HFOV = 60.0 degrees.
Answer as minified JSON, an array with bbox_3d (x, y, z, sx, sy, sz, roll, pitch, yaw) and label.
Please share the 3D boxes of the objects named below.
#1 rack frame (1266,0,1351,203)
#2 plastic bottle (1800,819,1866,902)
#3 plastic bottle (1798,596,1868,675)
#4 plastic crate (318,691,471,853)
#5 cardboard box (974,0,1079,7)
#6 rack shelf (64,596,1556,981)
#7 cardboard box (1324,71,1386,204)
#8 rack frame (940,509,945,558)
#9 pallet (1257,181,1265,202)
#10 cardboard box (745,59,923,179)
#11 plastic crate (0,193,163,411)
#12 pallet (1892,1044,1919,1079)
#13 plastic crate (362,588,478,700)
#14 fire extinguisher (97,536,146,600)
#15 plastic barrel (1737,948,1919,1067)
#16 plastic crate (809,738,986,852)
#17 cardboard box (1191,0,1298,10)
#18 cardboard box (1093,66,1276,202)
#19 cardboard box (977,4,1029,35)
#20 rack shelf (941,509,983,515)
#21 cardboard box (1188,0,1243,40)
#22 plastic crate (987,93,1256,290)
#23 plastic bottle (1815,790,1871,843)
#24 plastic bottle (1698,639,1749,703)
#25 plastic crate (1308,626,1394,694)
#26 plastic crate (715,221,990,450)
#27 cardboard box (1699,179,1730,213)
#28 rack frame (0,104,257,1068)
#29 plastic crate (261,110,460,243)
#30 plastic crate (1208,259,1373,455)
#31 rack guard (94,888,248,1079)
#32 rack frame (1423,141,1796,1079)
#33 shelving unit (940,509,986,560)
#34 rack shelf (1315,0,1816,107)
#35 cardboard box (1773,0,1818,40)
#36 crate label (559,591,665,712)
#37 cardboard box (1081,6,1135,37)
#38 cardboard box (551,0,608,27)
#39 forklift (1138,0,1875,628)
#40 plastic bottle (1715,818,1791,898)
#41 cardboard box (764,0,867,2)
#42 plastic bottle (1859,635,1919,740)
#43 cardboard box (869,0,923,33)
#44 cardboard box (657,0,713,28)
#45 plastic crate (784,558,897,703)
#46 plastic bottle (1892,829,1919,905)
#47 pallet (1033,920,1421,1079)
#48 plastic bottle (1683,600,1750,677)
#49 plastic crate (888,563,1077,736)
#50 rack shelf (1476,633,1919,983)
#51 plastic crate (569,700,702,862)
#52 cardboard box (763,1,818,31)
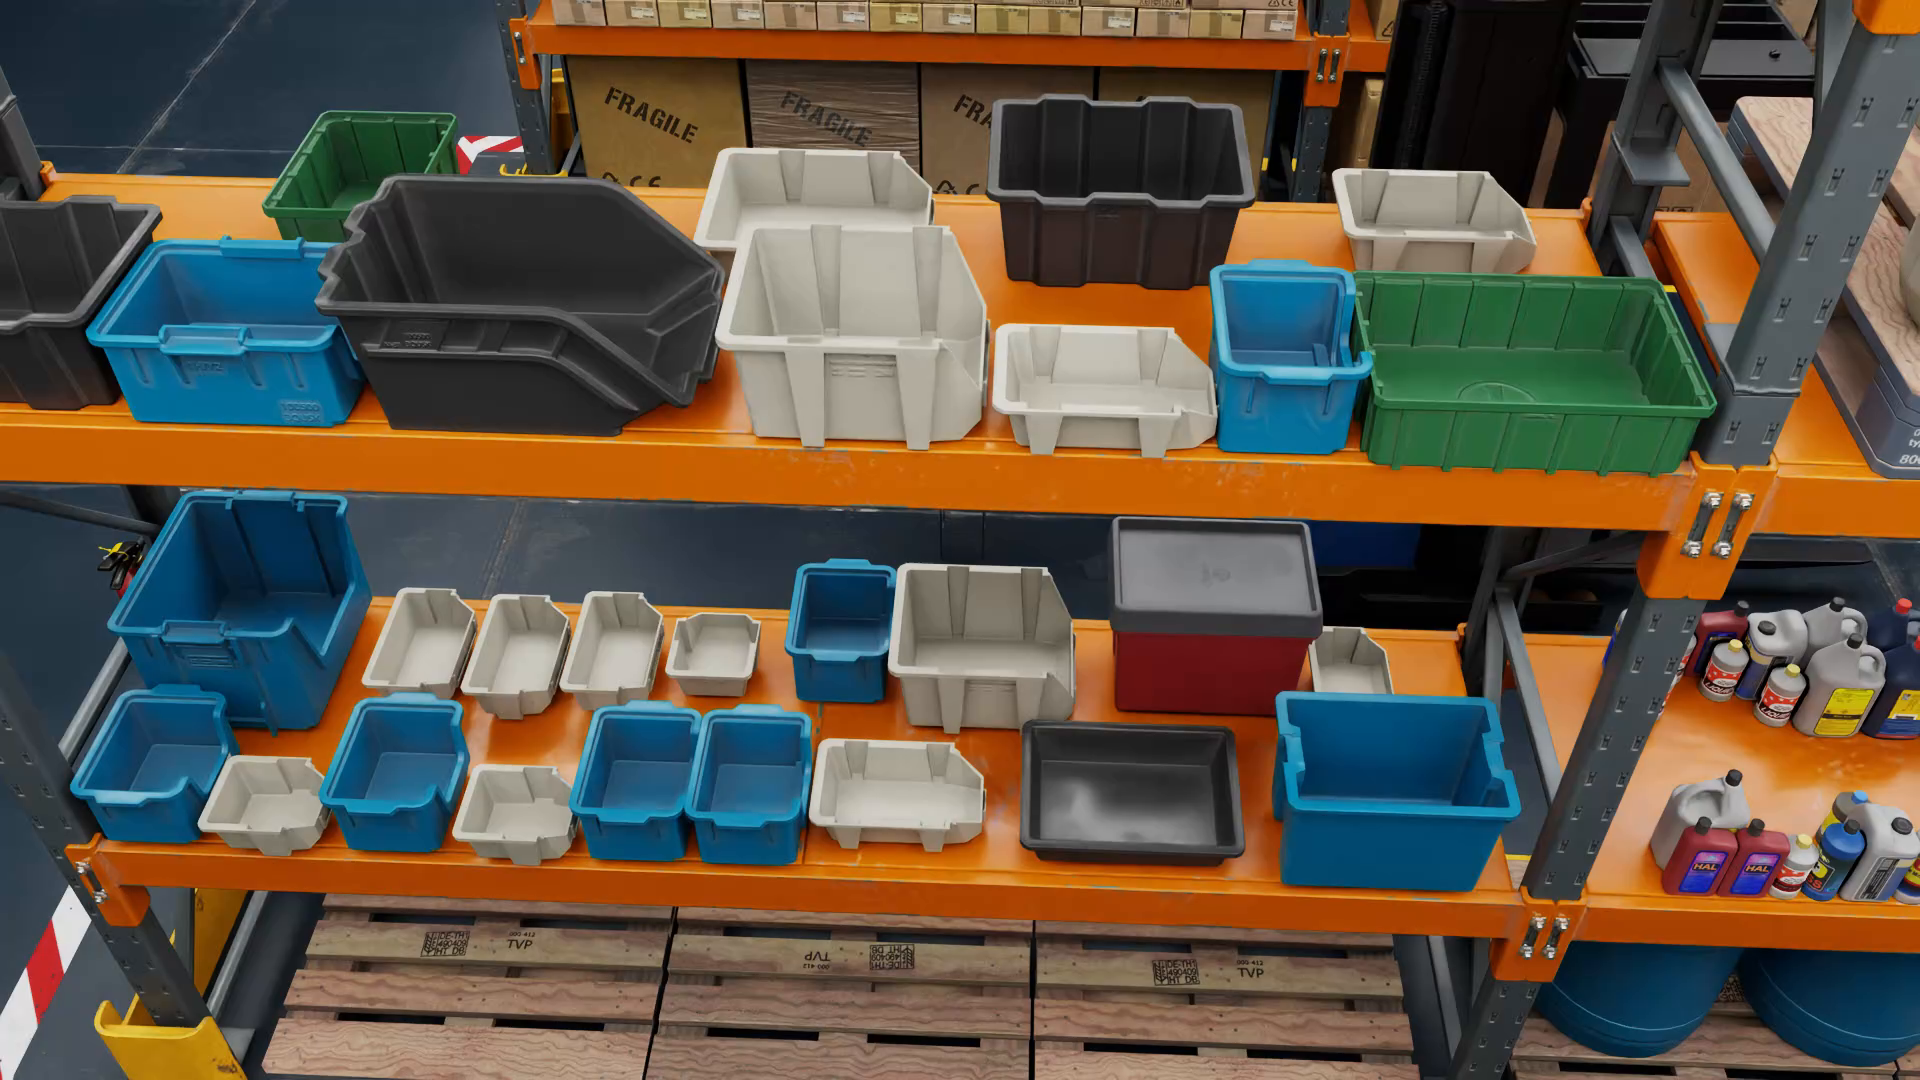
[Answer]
[{"bbox_3d":[1.814,-2.894,8.242,0.127,3.000,1.000,2,43,2],"label":"rack frame"},{"bbox_3d":[2.284,0.825,4.343,0.097,0.271,0.097,0,43,0],"label":"plastic bottle"},{"bbox_3d":[2.524,0.302,4.847,0.185,0.351,0.144,2,43,2],"label":"plastic bottle"},{"bbox_3d":[-1.516,0.647,4.519,0.300,0.233,0.416,2,43,2],"label":"plastic crate"},{"bbox_3d":[0.334,-2.813,8.046,0.500,0.250,0.500,3,43,3],"label":"cardboard box"},{"bbox_3d":[-0.407,0.680,4.933,4.000,0.370,1.077,2,43,2],"label":"rack shelf"},{"bbox_3d":[2.454,-2.265,8.816,0.875,0.875,1.225,2,43,2],"label":"cardboard box"},{"bbox_3d":[-0.077,-0.441,6.929,0.006,1.200,0.240,2,43,2],"label":"rack frame"},{"bbox_3d":[1.058,-1.951,9.275,1.213,0.211,1.003,2,43,2],"label":"pallet"},{"bbox_3d":[-0.630,-2.400,8.962,0.875,0.875,0.875,2,43,2],"label":"cardboard box"},{"bbox_3d":[-2.033,-0.493,3.559,0.590,0.269,0.497,2,43,2],"label":"plastic crate"},{"bbox_3d":[3.581,1.586,5.478,1.213,0.211,1.003,2,43,2],"label":"pallet"},{"bbox_3d":[-1.583,0.332,4.928,0.243,0.136,0.396,2,43,2],"label":"plastic crate"},{"bbox_3d":[-2.536,0.206,5.244,0.183,0.674,0.296,2,43,2],"label":"fire extinguisher"},{"bbox_3d":[2.841,1.142,5.140,0.708,0.901,0.600,2,43,2],"label":"plastic barrel"},{"bbox_3d":[-0.163,0.704,4.528,0.466,0.136,0.293,2,43,2],"label":"plastic crate"},{"bbox_3d":[1.361,-2.783,8.014,0.500,0.250,0.500,1,43,1],"label":"cardboard box"},{"bbox_3d":[1.158,-2.345,8.903,0.875,0.875,0.875,2,43,2],"label":"cardboard box"},{"bbox_3d":[0.210,-2.628,8.140,0.250,0.149,0.380,1,43,1],"label":"cardboard box"},{"bbox_3d":[0.014,-0.230,7.120,0.180,0.103,0.258,2,43,2],"label":"rack shelf"},{"bbox_3d":[1.237,-2.596,8.106,0.250,0.149,0.380,3,43,3],"label":"cardboard box"},{"bbox_3d":[0.362,-0.796,3.885,0.590,0.269,0.497,2,43,2],"label":"plastic crate"},{"bbox_3d":[2.388,0.750,4.475,0.097,0.201,0.097,0,43,0],"label":"plastic bottle"},{"bbox_3d":[2.246,0.373,4.880,0.097,0.201,0.097,0,43,0],"label":"plastic bottle"},{"bbox_3d":[1.132,0.441,4.811,0.243,0.136,0.396,2,43,2],"label":"plastic crate"},{"bbox_3d":[-0.205,-0.421,3.472,0.530,0.282,0.437,2,43,2],"label":"plastic crate"},{"bbox_3d":[4.231,-2.216,8.764,0.875,0.875,1.225,2,43,2],"label":"cardboard box"},{"bbox_3d":[-2.405,0.355,4.753,0.127,3.000,1.000,2,43,2],"label":"rack frame"},{"bbox_3d":[-1.407,-0.829,3.979,0.336,0.188,0.450,2,43,2],"label":"plastic crate"},{"bbox_3d":[0.667,-0.369,3.453,0.300,0.233,0.416,2,43,2],"label":"plastic crate"},{"bbox_3d":[-2.430,1.278,5.597,0.348,0.500,1.175,2,43,2],"label":"rack guard"},{"bbox_3d":[1.591,0.478,4.621,0.127,3.000,1.000,2,43,2],"label":"rack frame"},{"bbox_3d":[0.014,-0.439,6.926,0.189,1.200,0.258,2,43,2],"label":"shelving unit"},{"bbox_3d":[3.812,-2.570,8.421,4.000,0.370,1.077,2,43,2],"label":"rack shelf"},{"bbox_3d":[3.780,-2.704,7.964,0.500,0.500,0.500,3,43,3],"label":"cardboard box"},{"bbox_3d":[-1.014,0.342,4.917,0.243,0.136,0.396,2,43,2],"label":"crate label"},{"bbox_3d":[0.724,-2.612,8.123,0.250,0.149,0.380,3,43,3],"label":"cardboard box"},{"bbox_3d":[-1.843,-2.690,8.206,0.250,0.149,0.380,2,43,2],"label":"cardboard box"},{"bbox_3d":[2.302,-1.075,6.339,3.031,2.935,1.130,1,43,1],"label":"forklift"},{"bbox_3d":[2.071,0.827,4.333,0.133,0.283,0.061,2,43,2],"label":"plastic bottle"},{"bbox_3d":[-0.694,-2.843,8.079,0.500,0.250,0.500,0,43,0],"label":"cardboard box"},{"bbox_3d":[2.702,0.406,4.736,0.185,0.351,0.144,2,43,2],"label":"plastic bottle"},{"bbox_3d":[-0.306,-2.643,8.157,0.250,0.149,0.380,1,43,1],"label":"cardboard box"},{"bbox_3d":[-1.330,-2.675,8.191,0.250,0.149,0.380,1,43,1],"label":"cardboard box"},{"bbox_3d":[-0.342,0.283,4.910,0.300,0.233,0.416,2,43,2],"label":"plastic crate"},{"bbox_3d":[2.516,0.832,4.336,0.097,0.271,0.097,0,43,0],"label":"plastic bottle"},{"bbox_3d":[0.854,1.502,5.568,1.213,0.211,1.003,2,43,2],"label":"pallet"},{"bbox_3d":[2.232,0.289,4.910,0.133,0.283,0.061,2,43,2],"label":"plastic bottle"},{"bbox_3d":[0.073,0.327,4.826,0.530,0.282,0.437,2,43,2],"label":"plastic crate"},{"bbox_3d":[3.589,0.803,4.801,4.000,0.370,1.077,2,43,2],"label":"rack shelf"},{"bbox_3d":[-0.858,0.667,4.498,0.300,0.233,0.416,2,43,2],"label":"plastic crate"},{"bbox_3d":[-0.816,-2.659,8.174,0.250,0.149,0.380,1,43,1],"label":"cardboard box"}]
